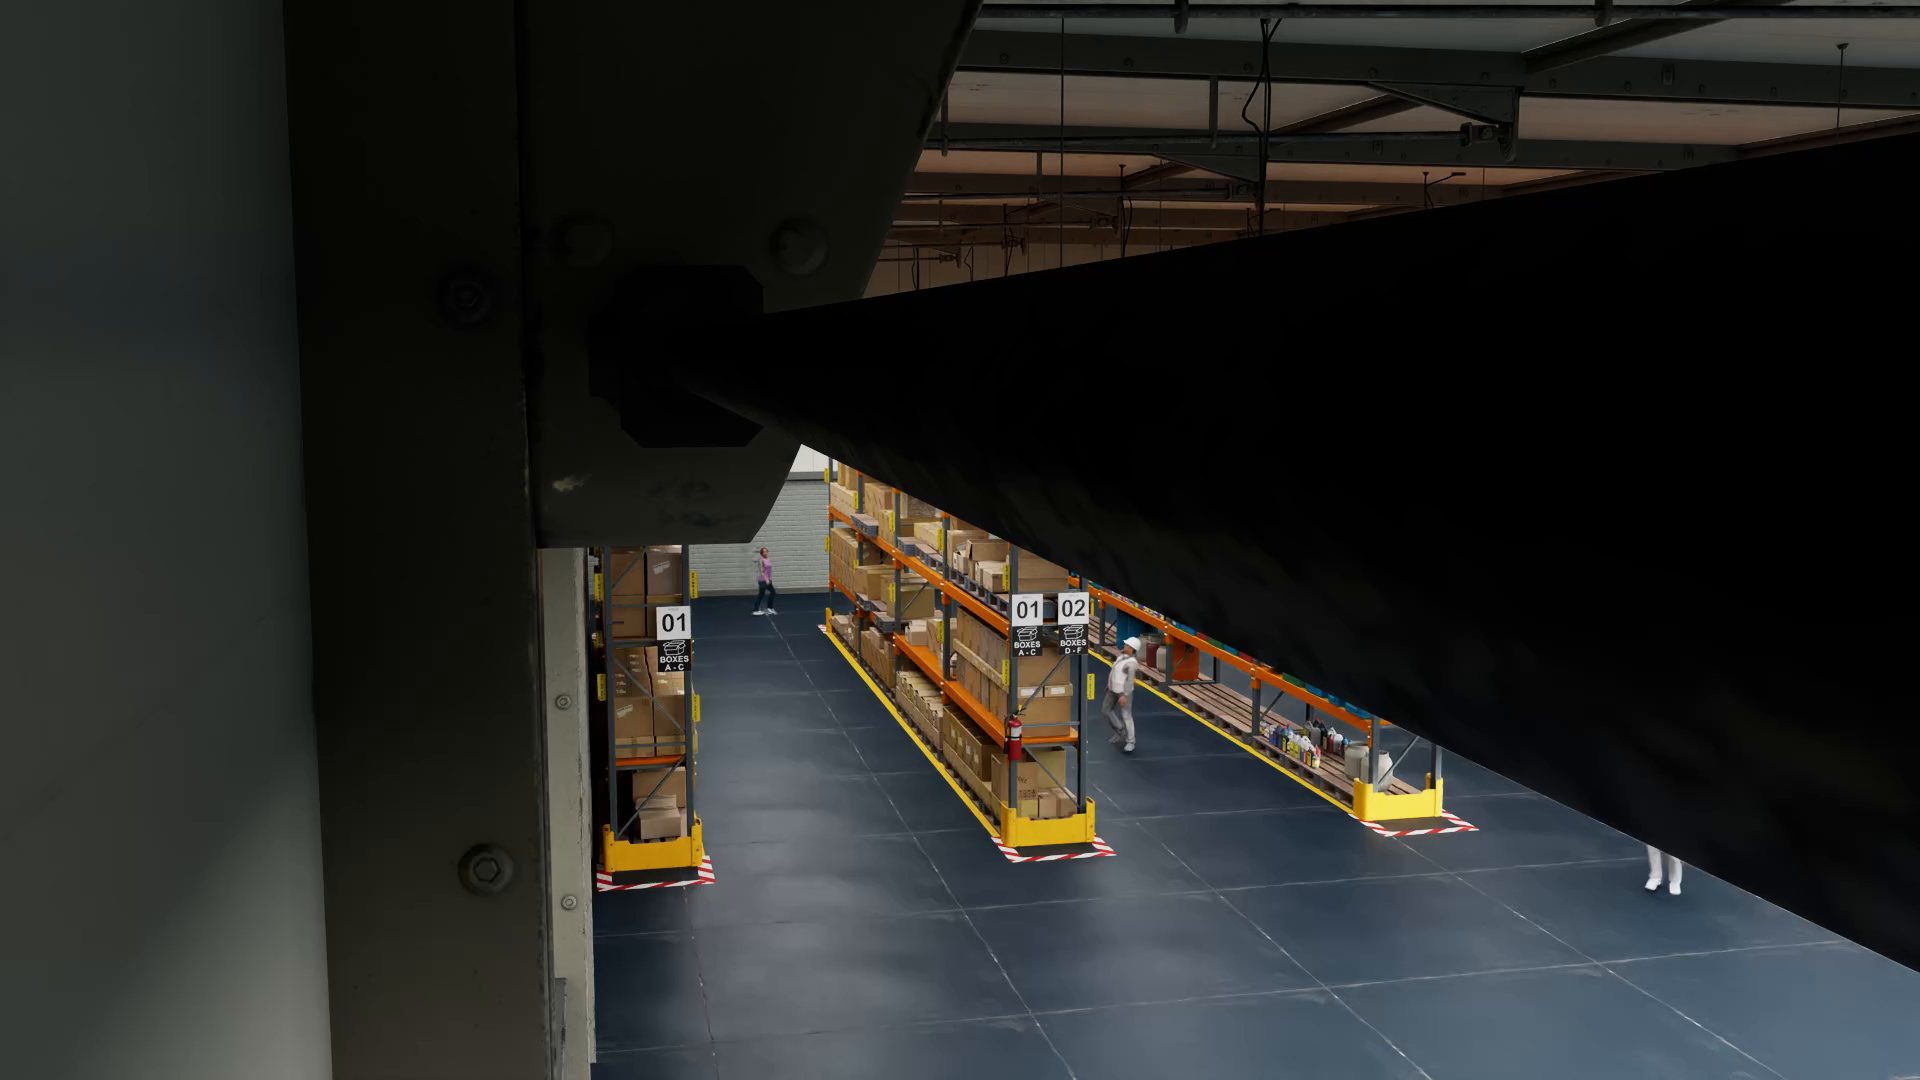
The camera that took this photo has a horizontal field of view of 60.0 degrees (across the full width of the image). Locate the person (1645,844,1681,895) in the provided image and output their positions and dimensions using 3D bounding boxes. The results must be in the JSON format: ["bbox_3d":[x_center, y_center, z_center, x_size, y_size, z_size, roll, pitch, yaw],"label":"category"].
[{"bbox_3d":[8.110,3.180,19.294,0.635,1.835,0.393,4,8,32],"label":"person"}]

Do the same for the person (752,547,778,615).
[{"bbox_3d":[-4.535,0.963,38.546,0.582,1.610,0.533,0,7,-4],"label":"person"}]

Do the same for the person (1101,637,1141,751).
[{"bbox_3d":[2.532,2.375,25.996,0.462,1.747,0.671,-4,8,-29],"label":"person"}]
